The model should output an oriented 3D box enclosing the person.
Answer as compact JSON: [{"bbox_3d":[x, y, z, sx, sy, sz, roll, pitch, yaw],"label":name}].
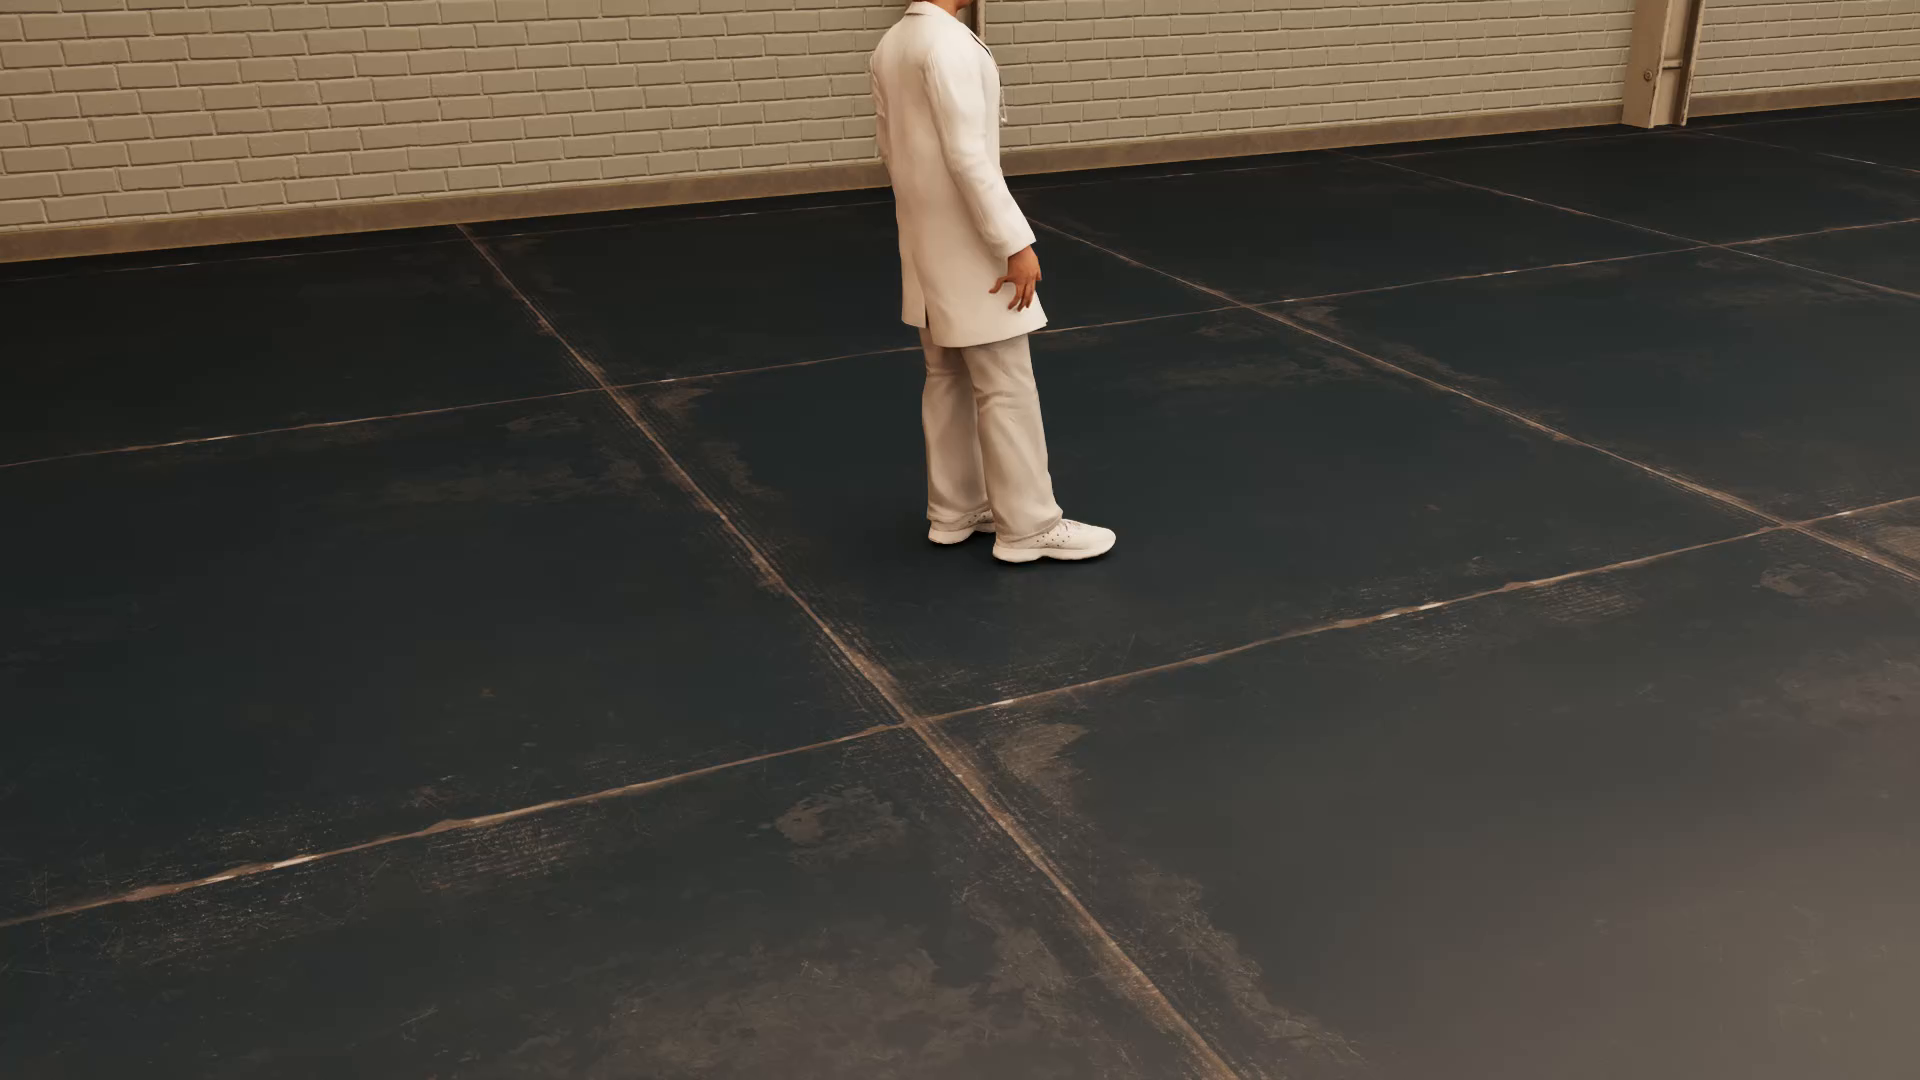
[{"bbox_3d":[0.085,-0.842,4.795,0.578,1.778,0.698,-10,25,-23],"label":"person"}]
